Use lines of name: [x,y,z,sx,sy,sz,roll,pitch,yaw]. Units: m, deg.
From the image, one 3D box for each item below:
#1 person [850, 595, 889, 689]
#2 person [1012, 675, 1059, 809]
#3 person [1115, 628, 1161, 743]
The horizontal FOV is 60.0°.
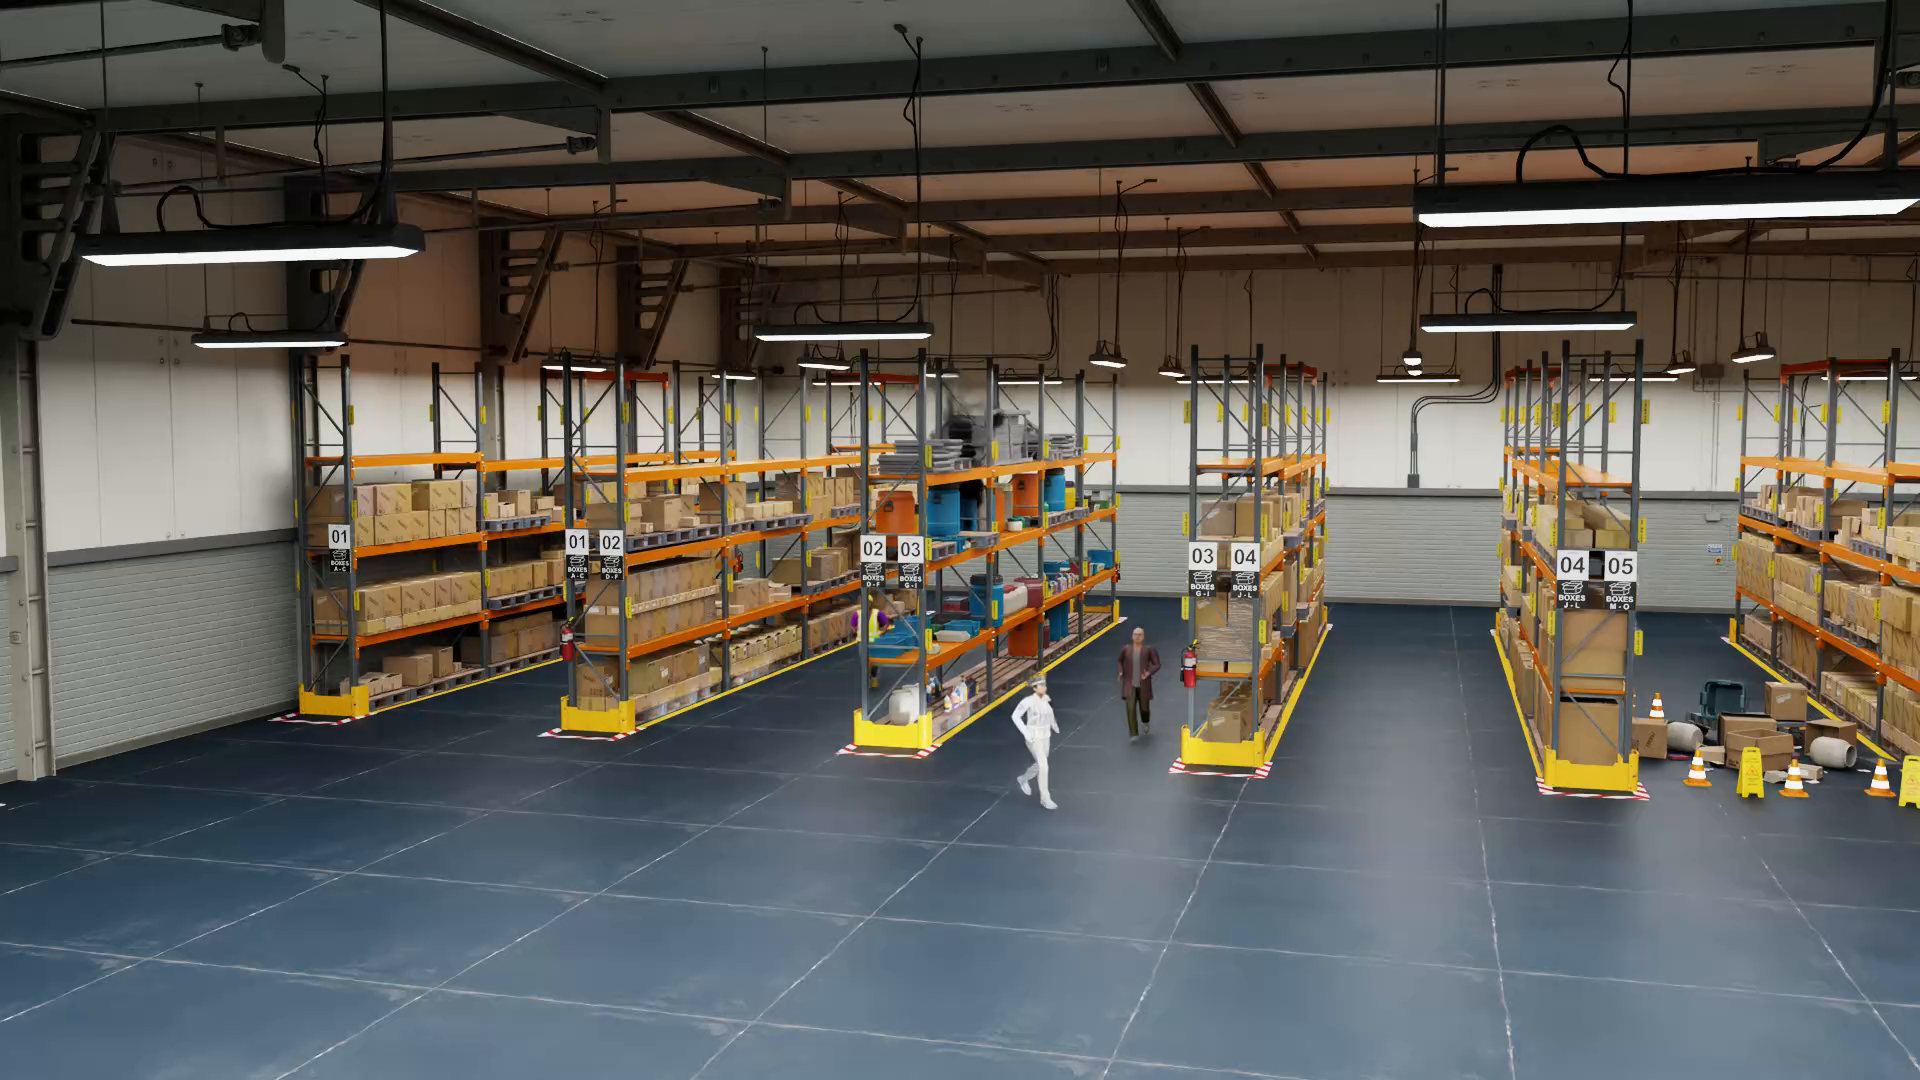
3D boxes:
person: [-1.673,1.860,30.245,0.675,1.732,0.626,0,4,7]
person: [0.974,2.561,21.422,0.630,1.696,0.784,-4,6,-43]
person: [2.720,2.218,25.556,0.716,1.736,0.833,1,4,13]
